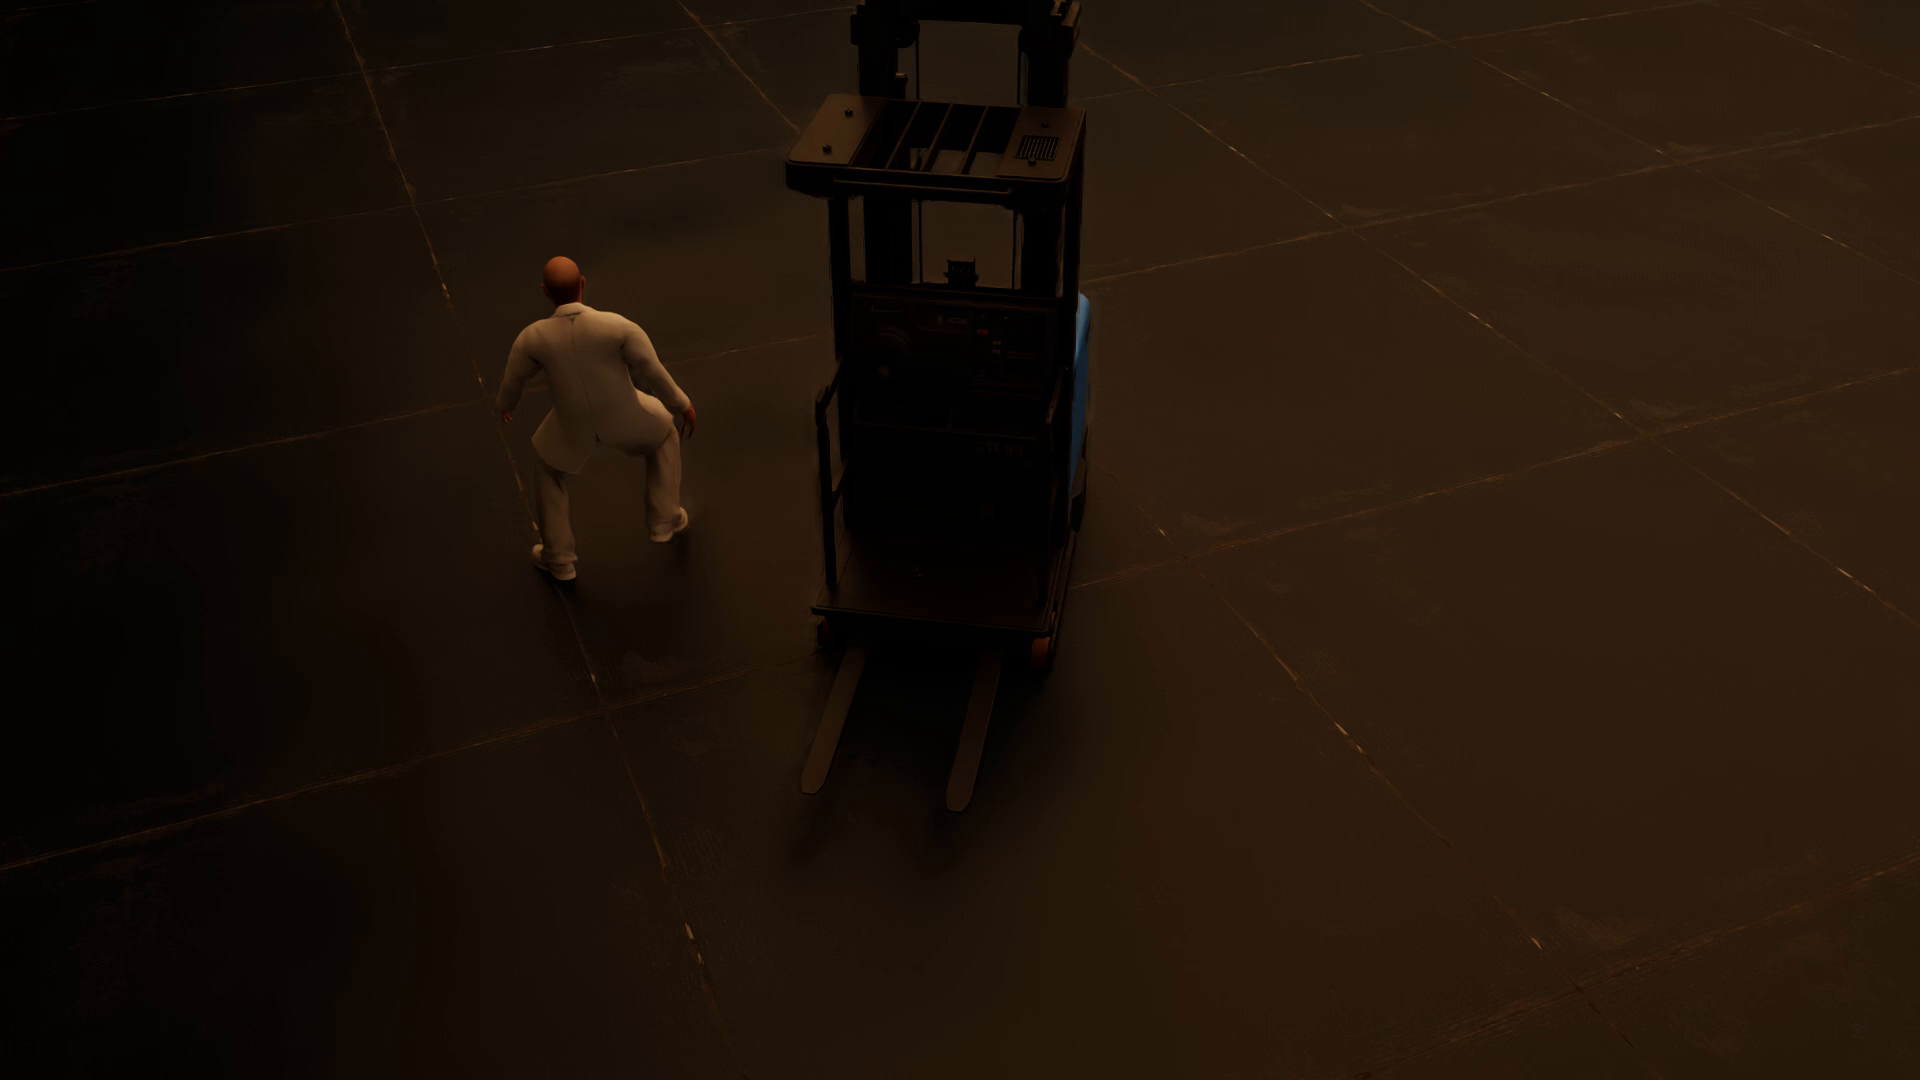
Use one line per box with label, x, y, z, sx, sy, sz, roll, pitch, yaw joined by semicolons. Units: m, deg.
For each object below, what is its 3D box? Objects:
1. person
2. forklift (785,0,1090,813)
person;-1.777;-0.627;8.099;0.977;1.663;0.617;-1;35;-2
forklift;-0.068;-0.813;7.241;1.130;2.935;3.031;6;36;8
